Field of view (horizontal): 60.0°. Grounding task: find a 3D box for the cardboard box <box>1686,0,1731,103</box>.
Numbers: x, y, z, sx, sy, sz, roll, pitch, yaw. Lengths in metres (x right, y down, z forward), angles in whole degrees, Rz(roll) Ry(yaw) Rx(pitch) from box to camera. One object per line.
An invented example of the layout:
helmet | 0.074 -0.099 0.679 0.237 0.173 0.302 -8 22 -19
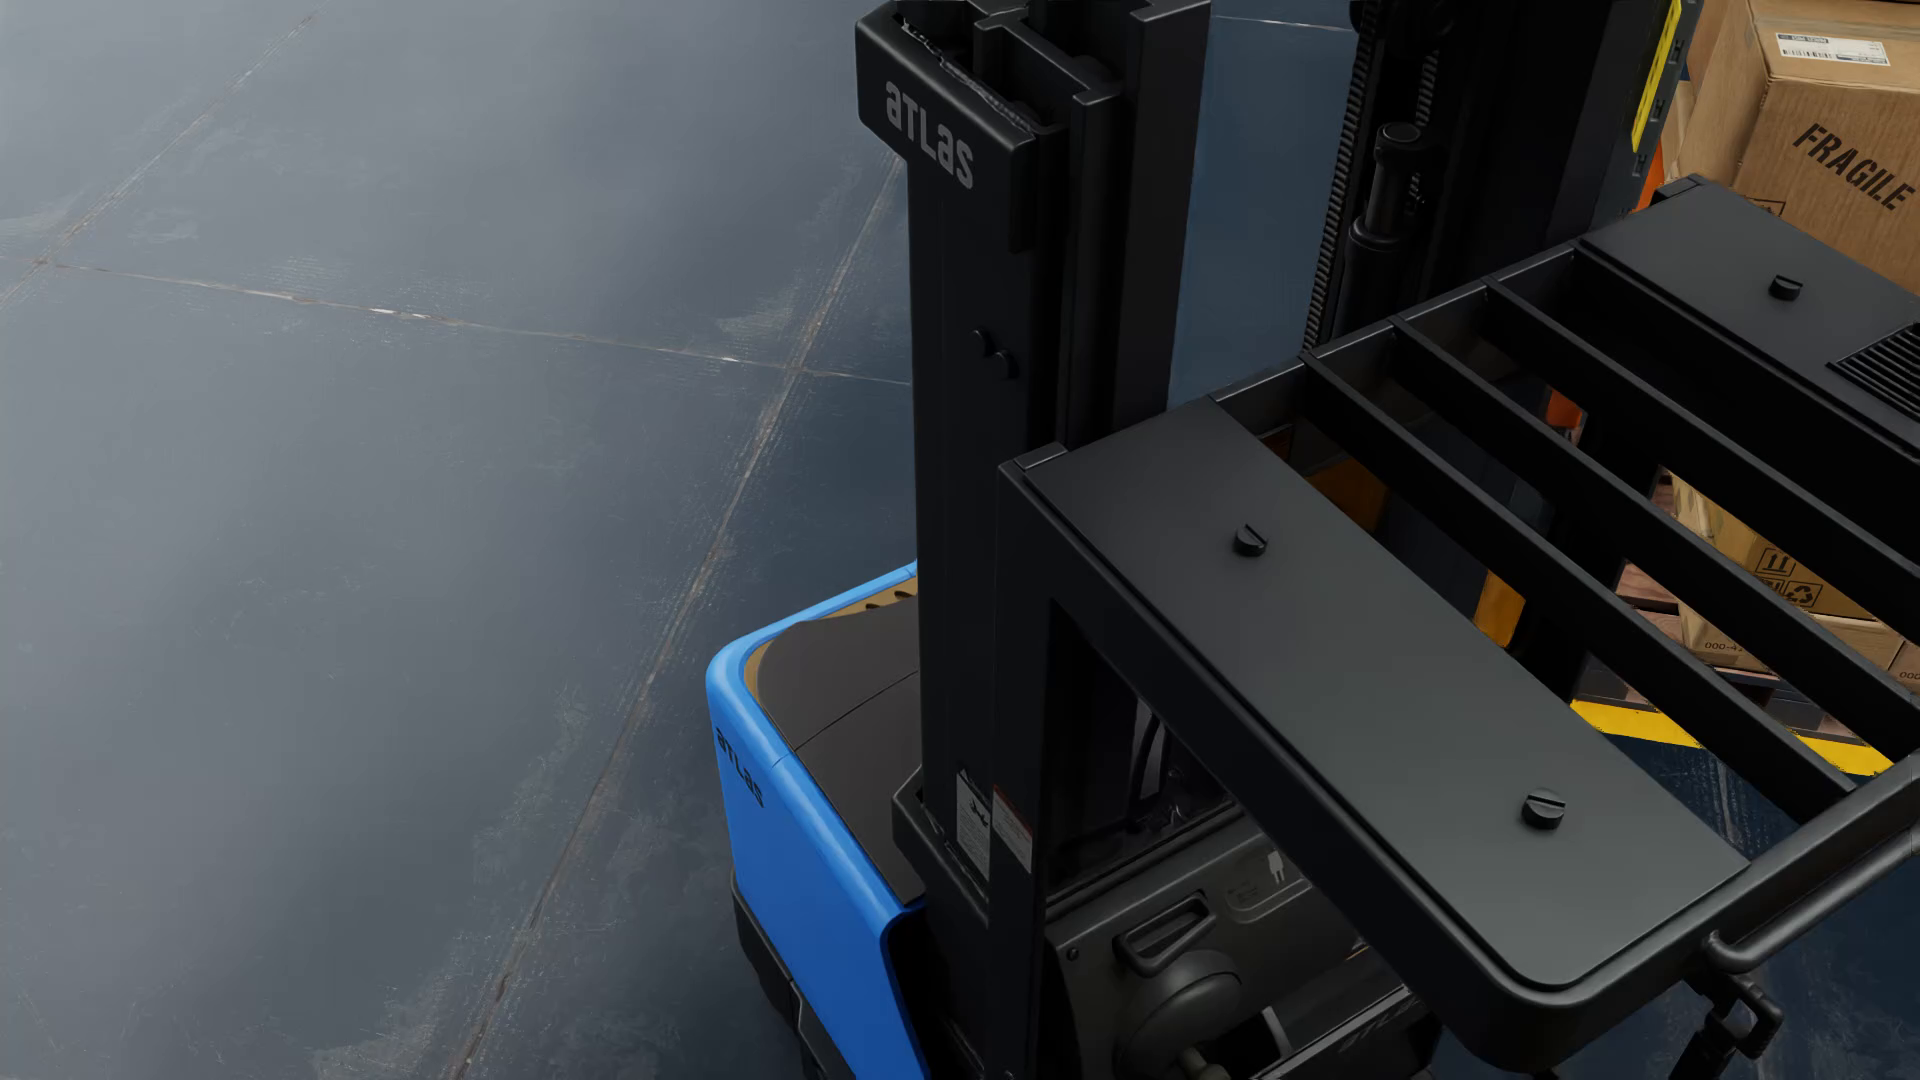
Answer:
cardboard box | 2.162 -1.280 4.130 0.500 0.500 0.500 8 44 8

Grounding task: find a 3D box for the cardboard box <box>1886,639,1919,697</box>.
cardboard box | 2.796 0.198 4.561 0.500 0.250 0.500 10 45 11

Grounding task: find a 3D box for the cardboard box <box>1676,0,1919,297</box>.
cardboard box | 1.974 -0.917 3.753 0.500 0.500 0.500 8 45 8

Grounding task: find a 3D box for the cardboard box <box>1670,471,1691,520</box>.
cardboard box | 2.444 -0.249 5.026 0.500 0.250 0.500 9 45 9

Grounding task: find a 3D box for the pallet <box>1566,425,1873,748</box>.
pallet | 2.432 0.130 4.962 1.213 0.211 1.003 9 45 9

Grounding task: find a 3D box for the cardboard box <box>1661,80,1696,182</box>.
cardboard box | 1.984 -1.030 4.339 0.250 0.149 0.380 10 45 10

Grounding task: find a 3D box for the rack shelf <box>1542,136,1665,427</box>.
rack shelf | 3.524 -0.471 4.095 4.000 0.370 1.077 9 45 9

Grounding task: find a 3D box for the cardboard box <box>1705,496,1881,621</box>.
cardboard box | 2.323 -0.151 4.383 0.500 0.500 0.500 7 44 8

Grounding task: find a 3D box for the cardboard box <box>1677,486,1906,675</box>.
cardboard box | 2.299 0.116 4.646 0.500 0.250 0.500 8 45 9

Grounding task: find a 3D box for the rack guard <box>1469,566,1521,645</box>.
rack guard | 1.647 -0.121 5.015 0.348 0.500 1.175 9 45 9

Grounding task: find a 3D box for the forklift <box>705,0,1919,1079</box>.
forklift | 0.661 0.641 2.470 1.130 2.935 3.031 -24 49 -23

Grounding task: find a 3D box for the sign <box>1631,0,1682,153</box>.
sign | 1.454 -0.977 3.478 0.005 0.325 0.100 9 45 9

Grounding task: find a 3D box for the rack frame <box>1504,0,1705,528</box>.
rack frame | 1.573 -1.033 4.160 0.127 3.000 1.000 9 45 9

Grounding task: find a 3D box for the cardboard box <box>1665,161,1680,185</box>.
cardboard box | 1.859 -0.751 4.048 0.250 0.149 0.380 9 45 9
